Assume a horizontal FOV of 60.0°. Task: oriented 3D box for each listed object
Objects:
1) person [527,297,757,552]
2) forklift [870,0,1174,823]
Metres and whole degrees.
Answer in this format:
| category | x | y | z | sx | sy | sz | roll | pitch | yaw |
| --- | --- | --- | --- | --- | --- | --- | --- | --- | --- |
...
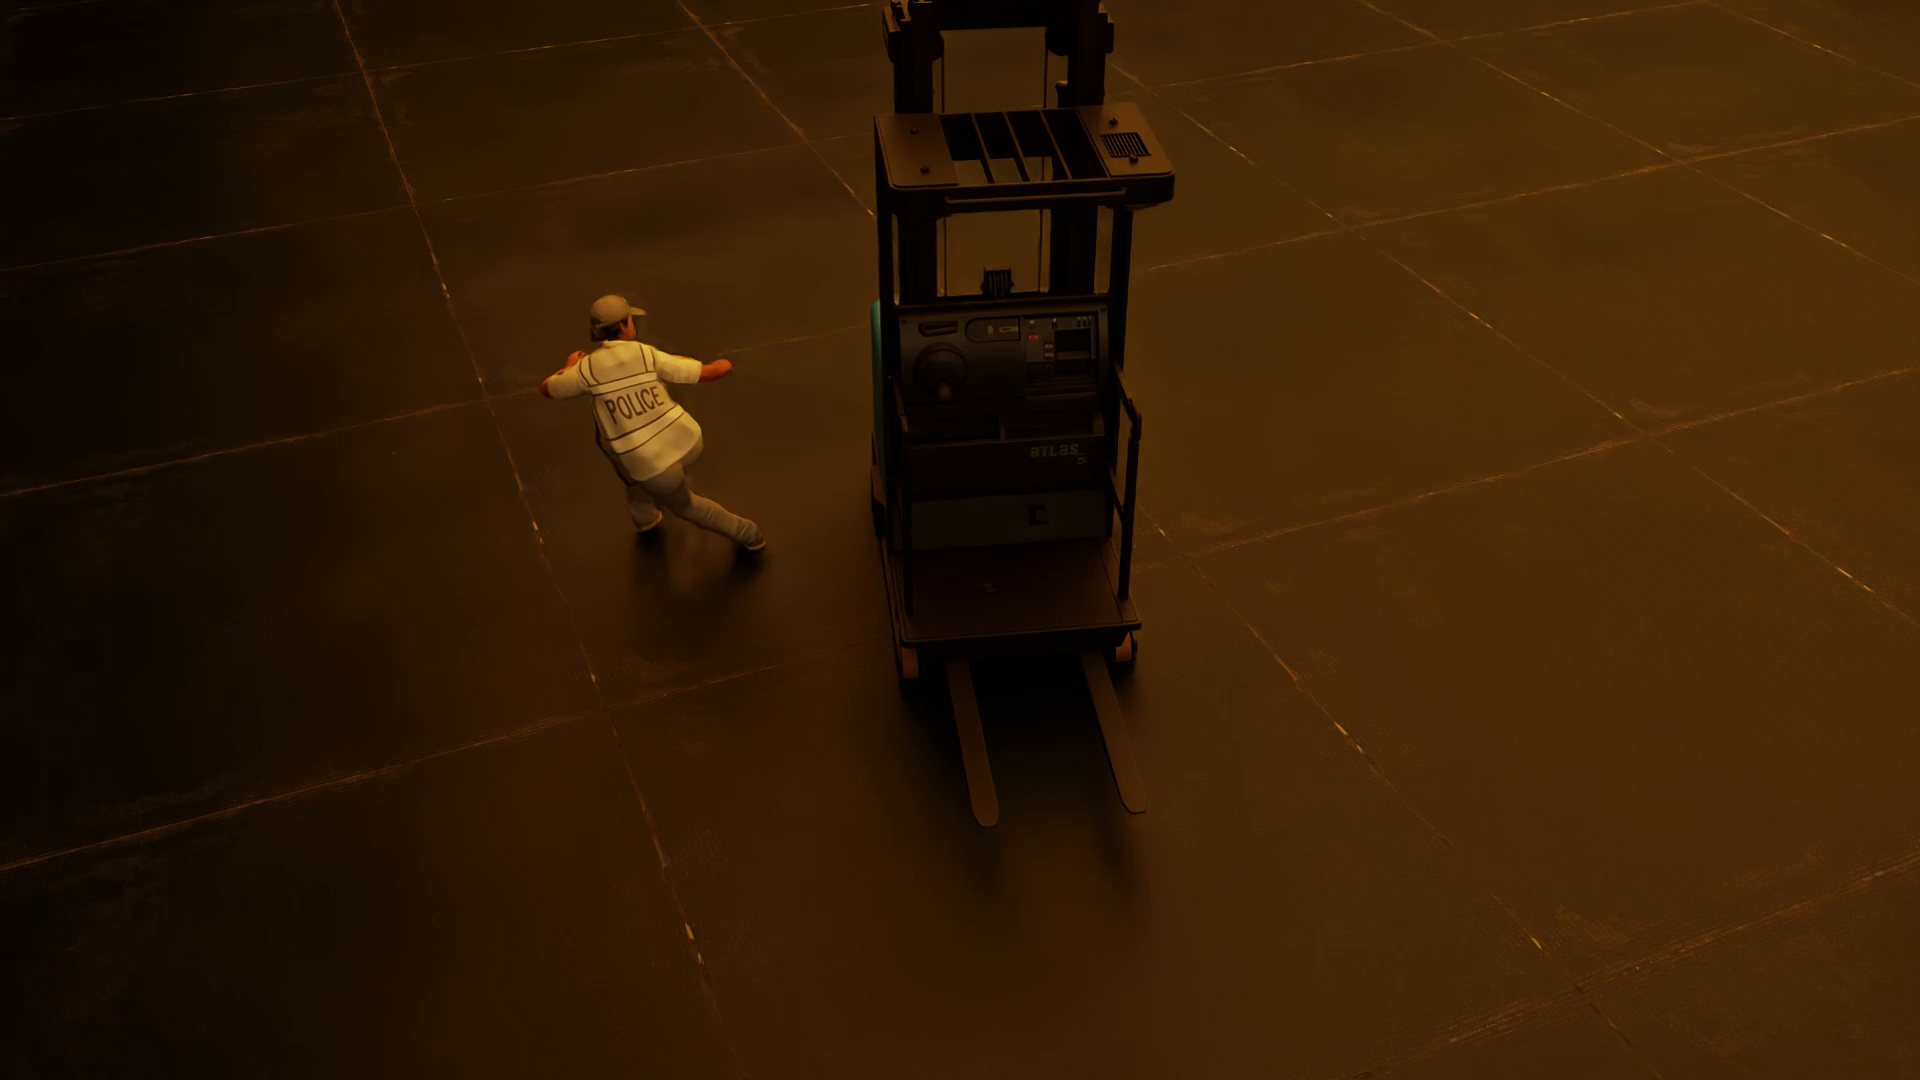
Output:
| category | x | y | z | sx | sy | sz | roll | pitch | yaw |
| --- | --- | --- | --- | --- | --- | --- | --- | --- | --- |
| person | -1.578 | -0.559 | 8.196 | 0.899 | 1.444 | 0.981 | -29 | 45 | -35 |
| forklift | 0.221 | -0.776 | 7.190 | 1.130 | 2.935 | 3.031 | -4 | 36 | -6 |
